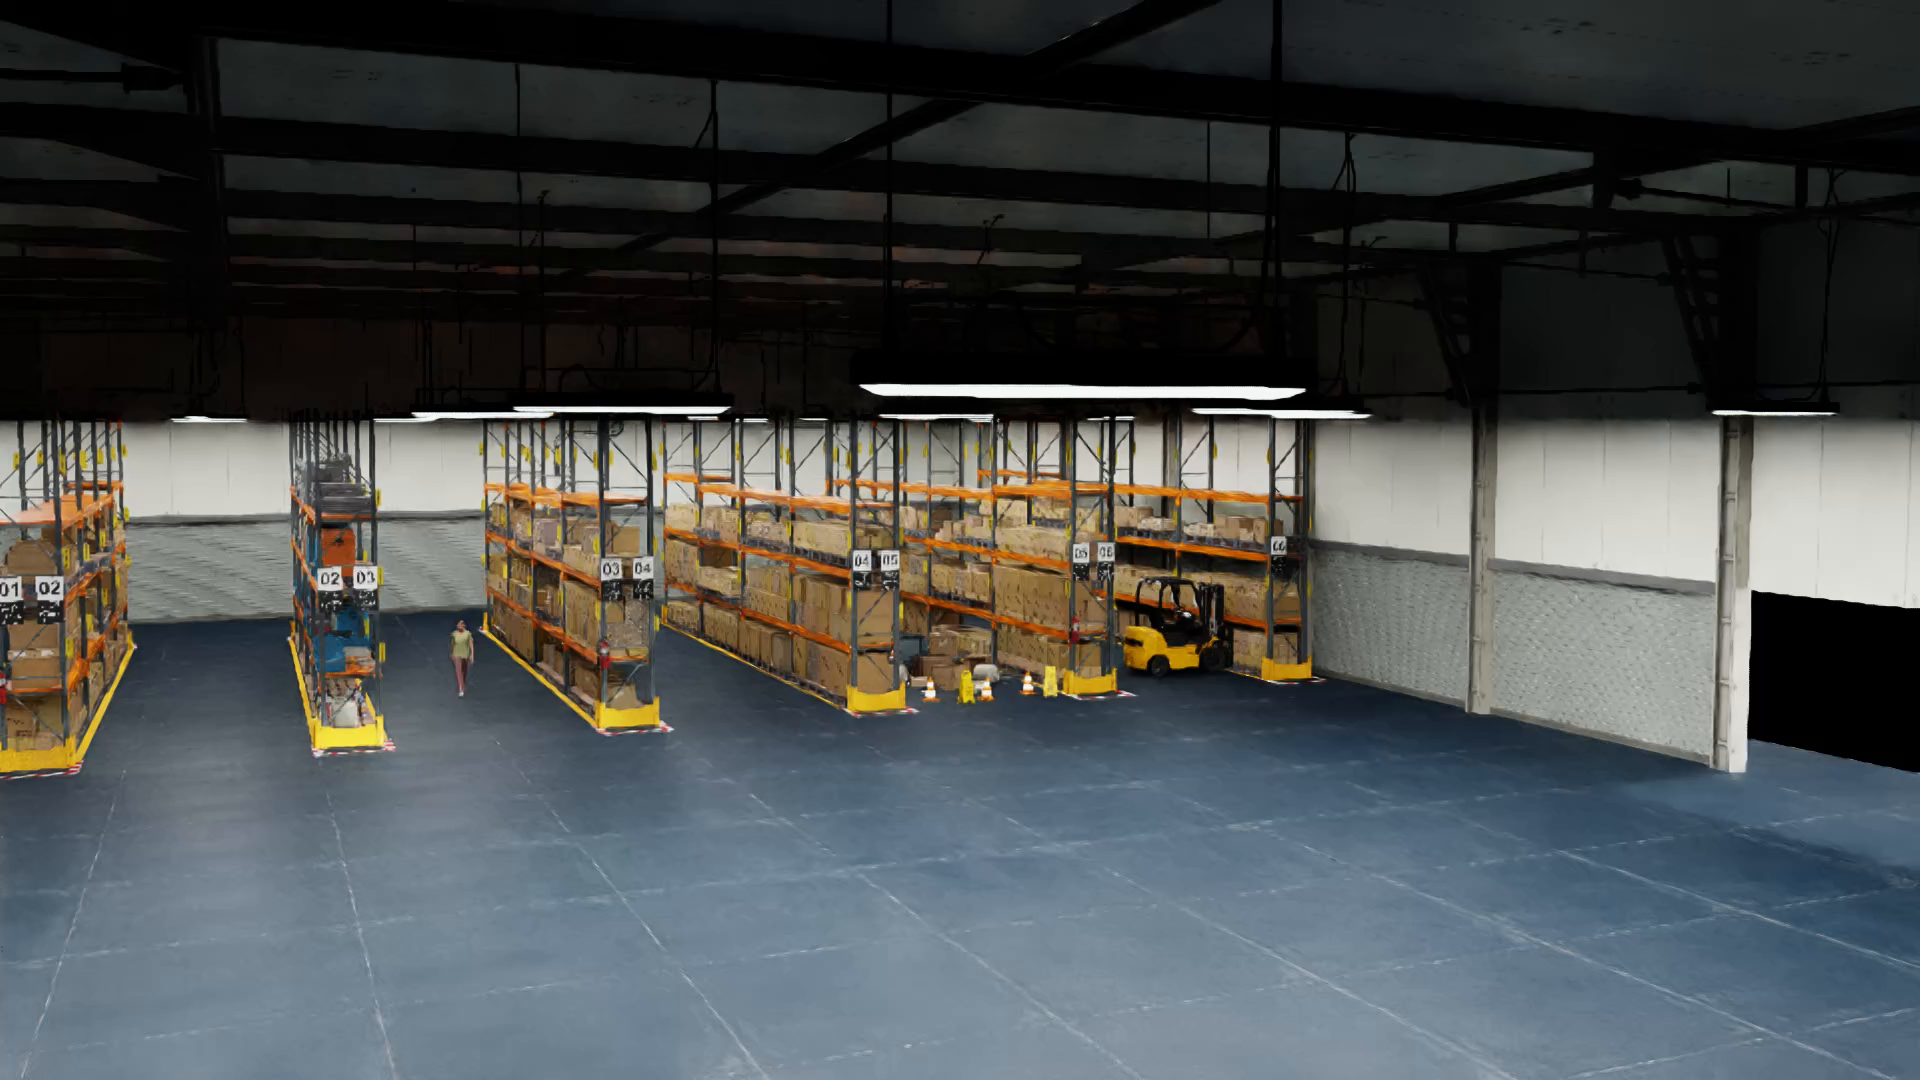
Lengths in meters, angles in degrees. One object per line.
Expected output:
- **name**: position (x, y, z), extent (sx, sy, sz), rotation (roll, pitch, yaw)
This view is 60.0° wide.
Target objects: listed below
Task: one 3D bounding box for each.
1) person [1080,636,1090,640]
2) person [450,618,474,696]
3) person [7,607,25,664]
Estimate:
- **person**: position (2.896, 2.140, 39.166), extent (0.459, 1.664, 0.525), rotation (1, 4, 8)
- **person**: position (-10.514, 2.450, 35.152), extent (0.456, 1.612, 1.016), rotation (-2, 4, -25)
- **person**: position (-22.331, 2.158, 39.533), extent (0.625, 1.611, 0.582), rotation (-2, 4, -25)
